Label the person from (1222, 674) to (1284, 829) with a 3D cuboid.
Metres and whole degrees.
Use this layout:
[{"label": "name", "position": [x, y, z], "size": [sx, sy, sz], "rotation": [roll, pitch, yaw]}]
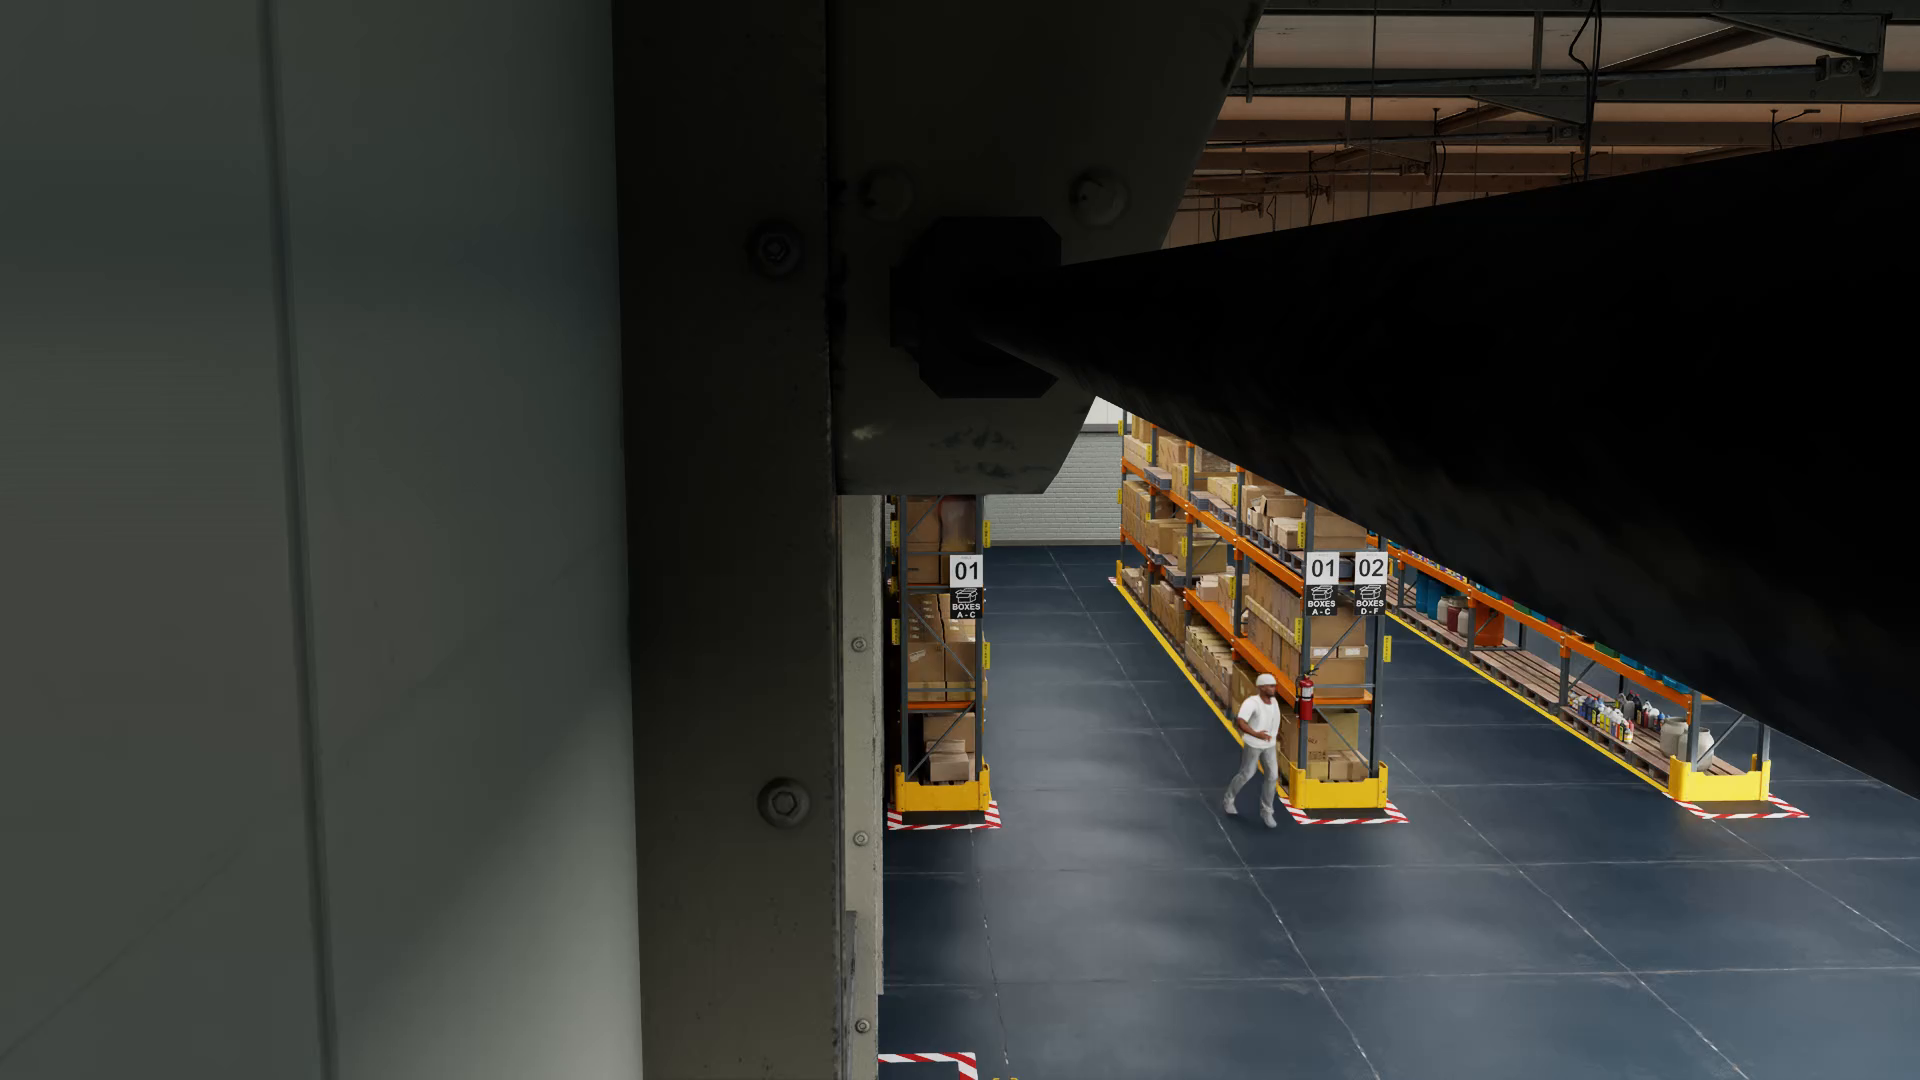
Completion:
[{"label": "person", "position": [3.657, 2.506, 20.126], "size": [0.765, 1.791, 0.805], "rotation": [-5, 10, -33]}]
